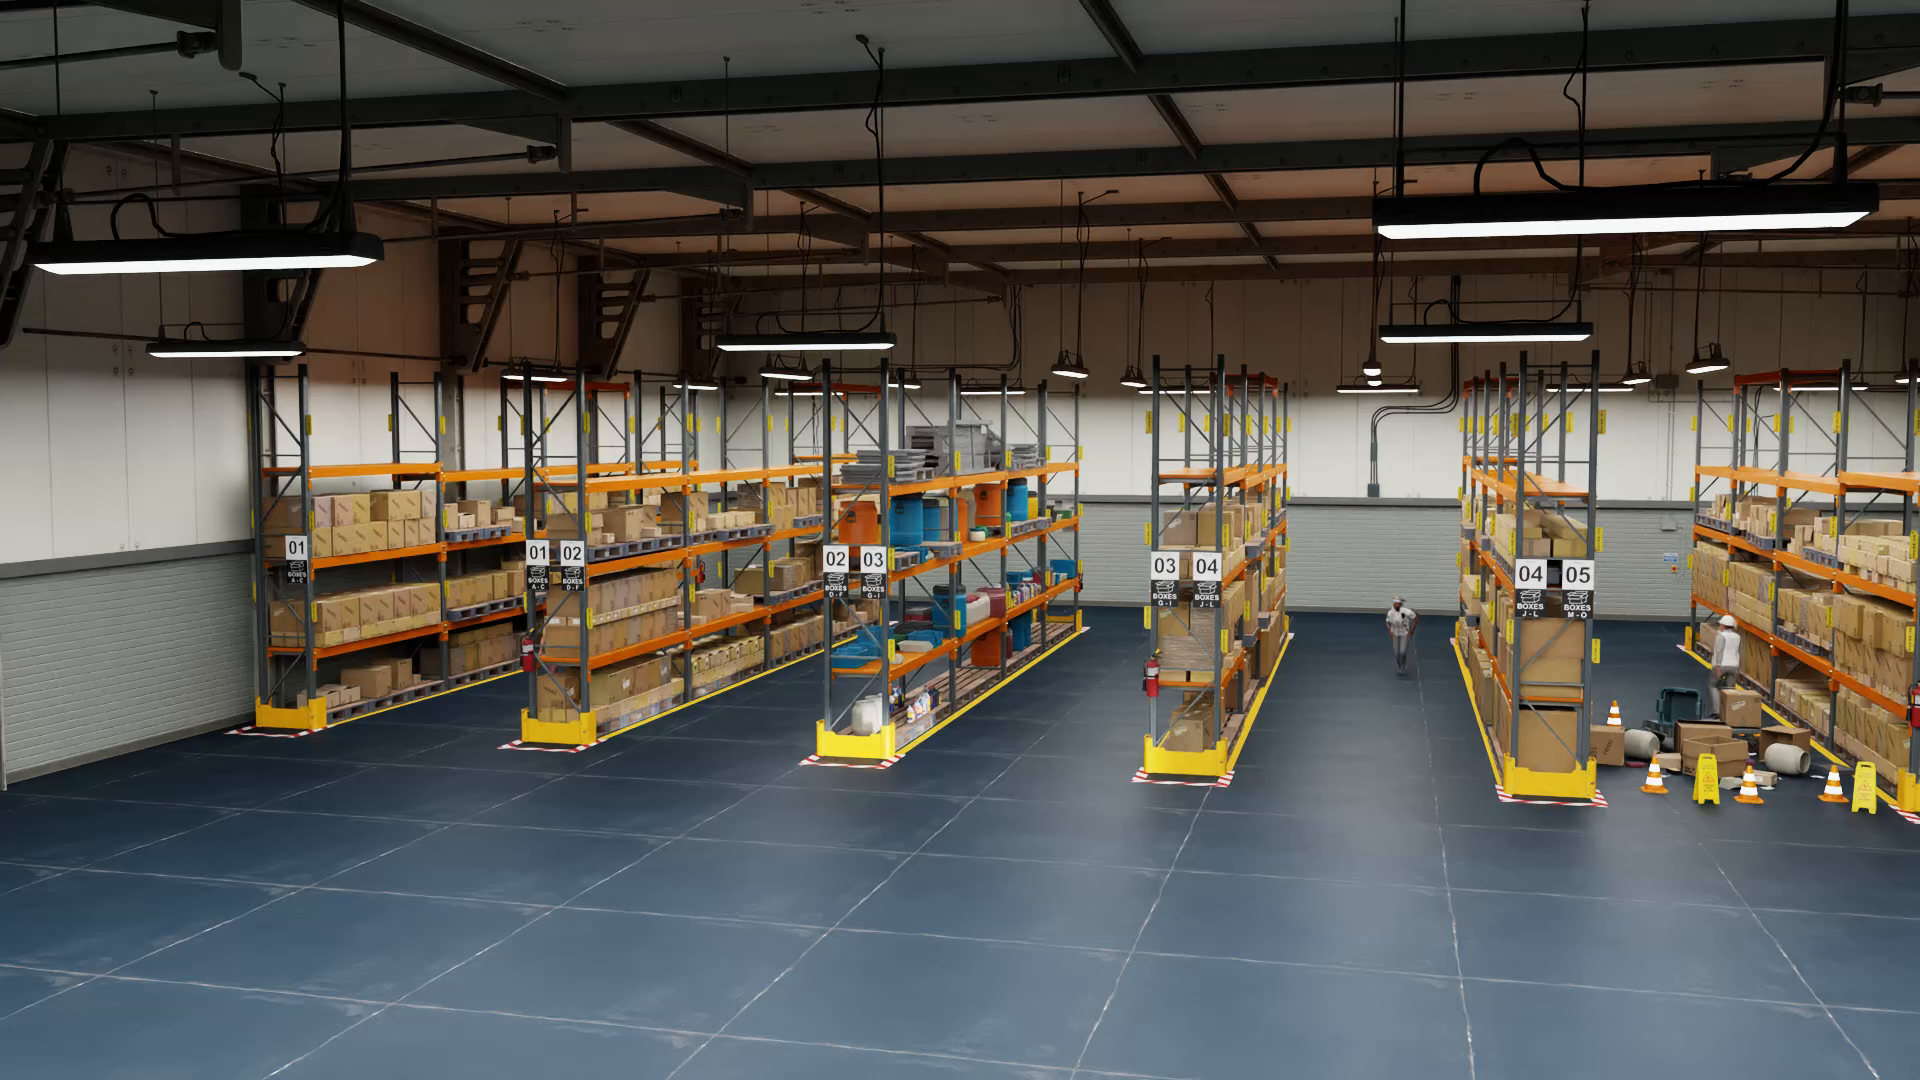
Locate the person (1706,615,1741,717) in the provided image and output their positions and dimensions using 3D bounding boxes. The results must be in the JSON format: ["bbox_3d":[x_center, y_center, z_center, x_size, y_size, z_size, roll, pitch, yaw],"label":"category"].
[{"bbox_3d":[13.037,2.172,28.249,0.519,1.776,0.580,0,4,6],"label":"person"}]

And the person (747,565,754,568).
[{"bbox_3d":[-4.872,1.443,38.611,0.630,1.724,1.034,1,4,15],"label":"person"}]

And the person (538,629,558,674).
[{"bbox_3d":[-7.462,2.101,30.598,0.523,1.673,0.689,1,4,9],"label":"person"}]

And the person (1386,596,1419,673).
[{"bbox_3d":[8.880,1.904,33.394,0.629,1.599,0.726,2,4,24],"label":"person"}]
